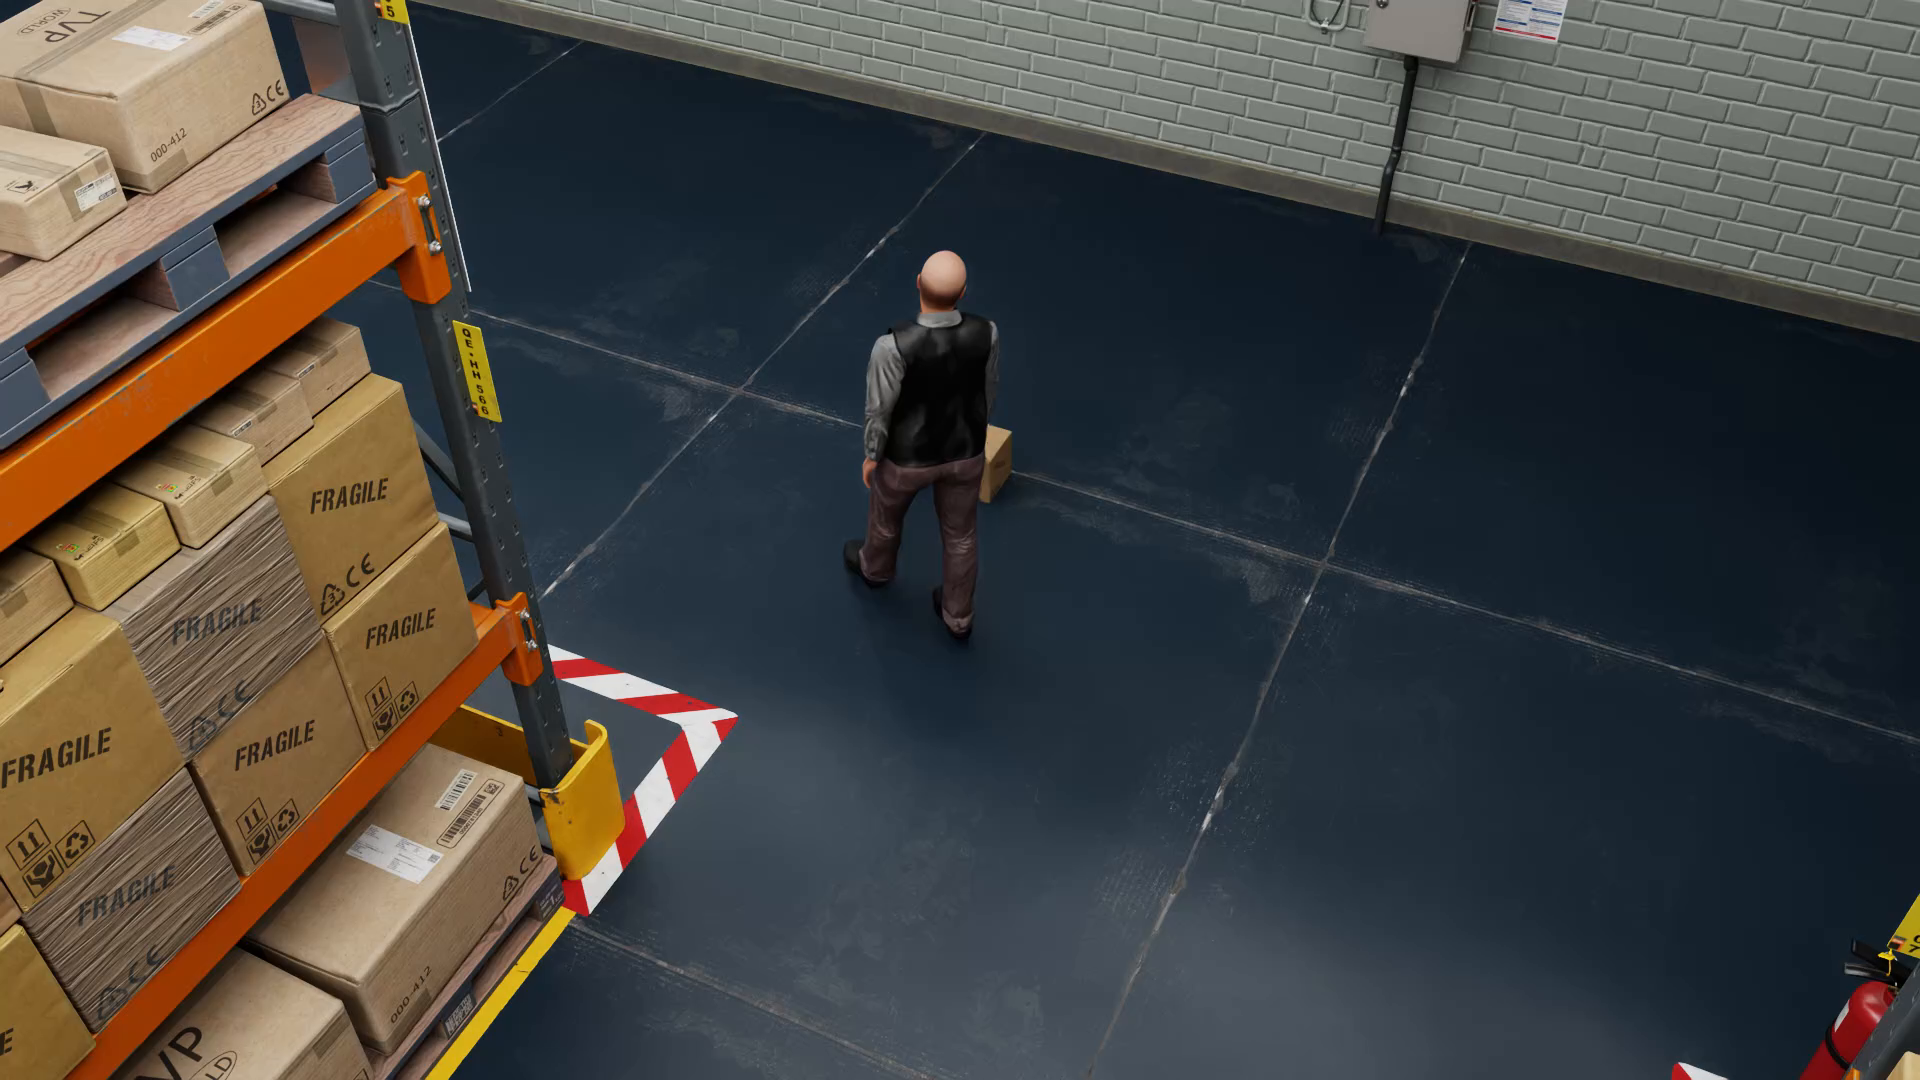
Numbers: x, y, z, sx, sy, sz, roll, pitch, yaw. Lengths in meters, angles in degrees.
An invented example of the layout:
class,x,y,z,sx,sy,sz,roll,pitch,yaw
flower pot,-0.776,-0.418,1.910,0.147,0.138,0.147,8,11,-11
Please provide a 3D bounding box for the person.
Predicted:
class,x,y,z,sx,sy,sz,roll,pitch,yaw
person,-0.145,-0.413,6.620,0.584,1.706,0.715,-12,43,-13
